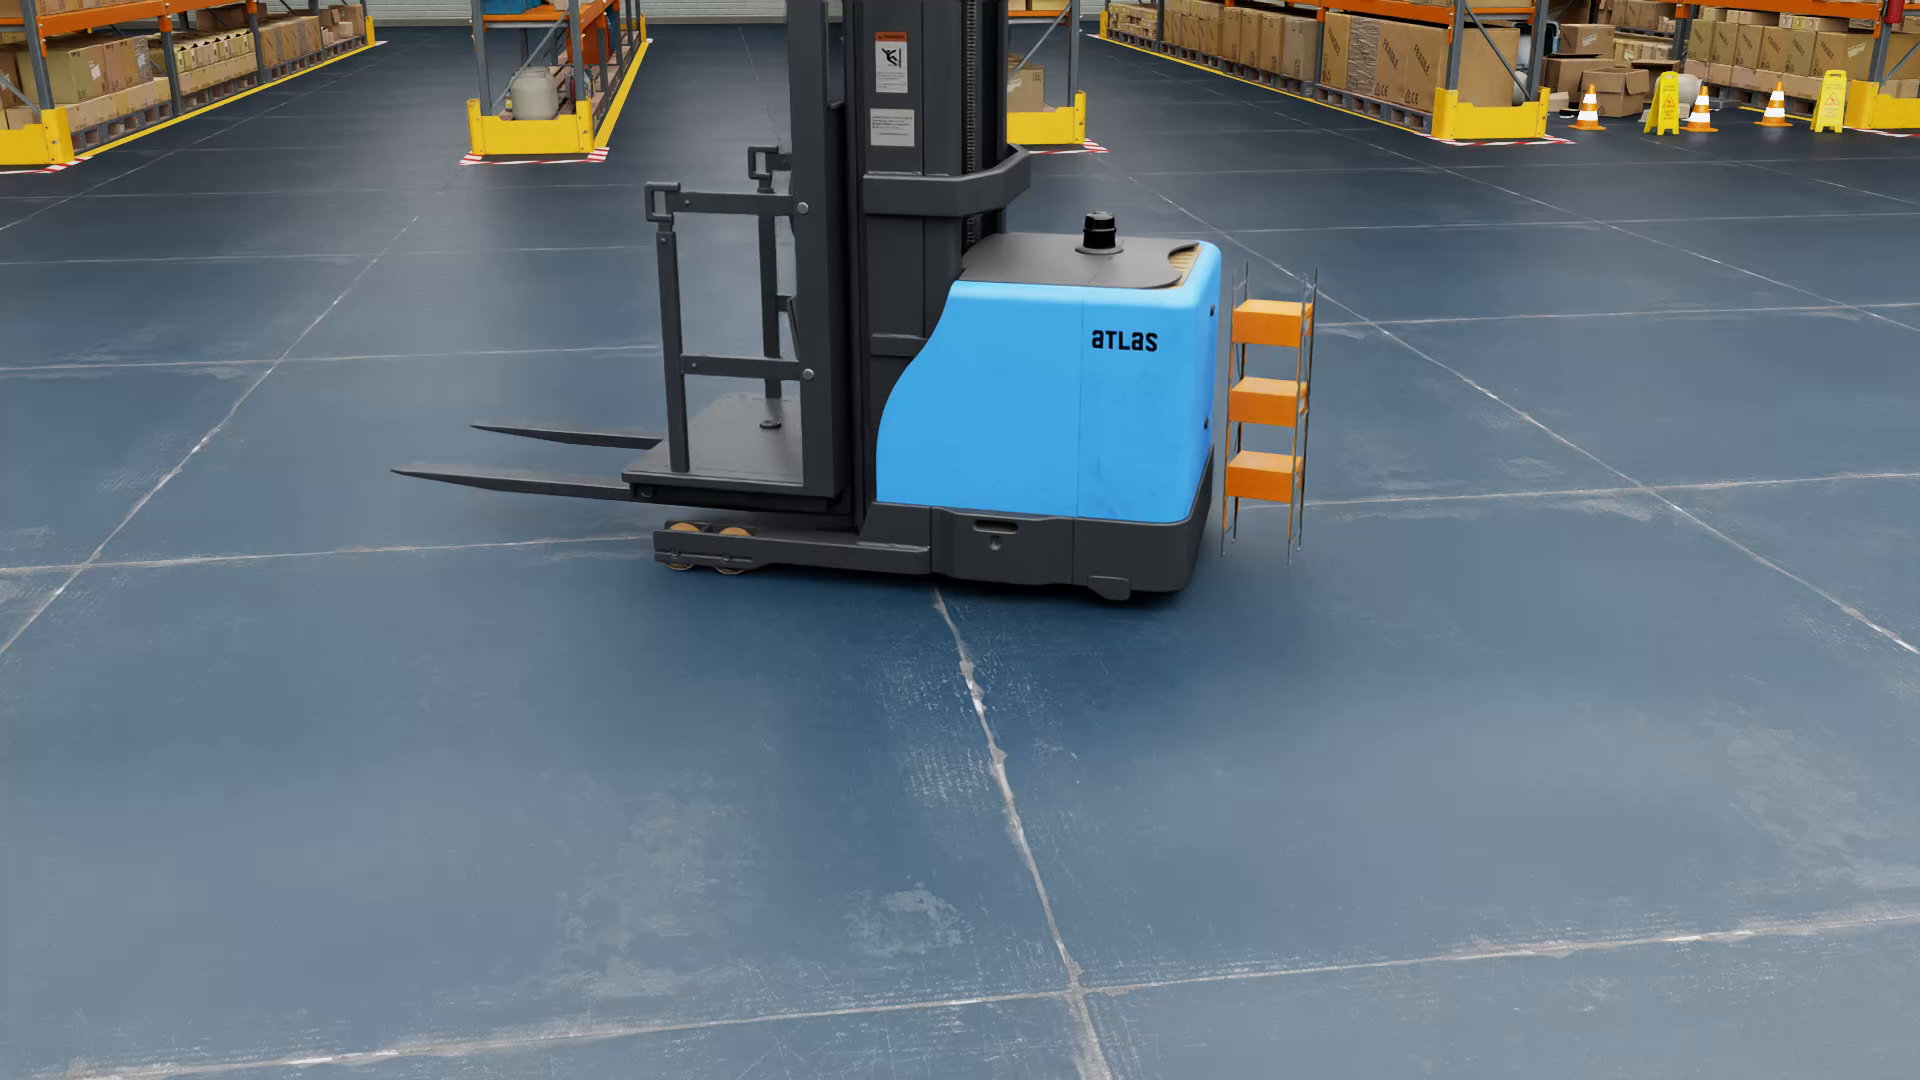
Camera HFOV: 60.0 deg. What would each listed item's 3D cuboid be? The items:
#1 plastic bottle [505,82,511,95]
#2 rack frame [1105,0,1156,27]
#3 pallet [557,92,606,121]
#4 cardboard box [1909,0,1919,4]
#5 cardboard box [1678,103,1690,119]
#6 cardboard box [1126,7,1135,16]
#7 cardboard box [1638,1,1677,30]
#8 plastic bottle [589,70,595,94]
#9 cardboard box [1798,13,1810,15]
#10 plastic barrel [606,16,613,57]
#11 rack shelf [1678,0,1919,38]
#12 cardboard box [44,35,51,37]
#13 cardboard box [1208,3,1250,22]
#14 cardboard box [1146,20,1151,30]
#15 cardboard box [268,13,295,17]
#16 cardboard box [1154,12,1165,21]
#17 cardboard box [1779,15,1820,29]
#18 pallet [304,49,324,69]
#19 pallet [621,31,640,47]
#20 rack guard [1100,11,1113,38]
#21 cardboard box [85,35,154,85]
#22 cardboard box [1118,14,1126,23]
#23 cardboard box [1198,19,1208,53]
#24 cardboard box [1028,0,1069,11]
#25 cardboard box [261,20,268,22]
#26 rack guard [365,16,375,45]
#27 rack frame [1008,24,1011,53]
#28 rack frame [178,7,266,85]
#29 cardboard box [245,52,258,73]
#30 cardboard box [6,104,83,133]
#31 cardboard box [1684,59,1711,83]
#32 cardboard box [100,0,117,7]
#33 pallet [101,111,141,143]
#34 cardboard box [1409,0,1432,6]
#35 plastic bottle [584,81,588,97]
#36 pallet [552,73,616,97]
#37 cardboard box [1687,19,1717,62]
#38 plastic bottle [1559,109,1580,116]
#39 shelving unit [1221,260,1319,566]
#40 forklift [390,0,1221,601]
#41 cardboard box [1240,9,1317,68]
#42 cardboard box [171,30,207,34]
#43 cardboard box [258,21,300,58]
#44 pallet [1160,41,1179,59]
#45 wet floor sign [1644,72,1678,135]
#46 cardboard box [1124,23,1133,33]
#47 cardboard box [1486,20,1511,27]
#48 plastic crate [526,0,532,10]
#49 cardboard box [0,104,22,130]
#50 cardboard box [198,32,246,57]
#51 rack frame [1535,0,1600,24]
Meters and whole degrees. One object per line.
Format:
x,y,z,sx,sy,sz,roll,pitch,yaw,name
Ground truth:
-4.928,-4.844,18.153,0.061,0.283,0.133,-2,21,-6,plastic bottle
3.323,-11.262,32.083,1.000,3.000,0.127,-3,21,-8,rack frame
-4.715,-5.101,19.573,1.003,0.211,1.213,-3,21,-8,pallet
10.669,-6.017,18.399,0.380,0.149,0.250,-3,21,-8,cardboard box
8.326,-5.023,19.453,0.380,0.149,0.250,8,22,20,cardboard box
3.272,-9.749,30.655,0.380,0.149,0.250,-3,21,-7,cardboard box
13.347,-9.950,31.543,0.700,0.500,0.500,-4,21,-10,cardboard box
-4.375,-5.426,19.710,0.061,0.283,0.133,-2,21,-5,plastic bottle
13.880,-8.609,27.025,0.380,0.149,0.250,-4,21,-11,cardboard box
-5.598,-7.654,25.268,0.600,0.588,0.708,-3,21,-8,plastic barrel
10.225,-6.363,19.993,1.077,0.370,4.000,-3,21,-8,rack shelf
-15.959,-8.739,28.298,0.700,0.500,0.500,-4,21,-10,cardboard box
4.119,-8.093,25.498,0.500,0.250,0.500,-3,21,-9,cardboard box
3.489,-9.064,29.246,0.380,0.149,0.250,-4,21,-10,cardboard box
-11.189,-8.382,27.314,0.500,0.500,0.500,-3,21,-8,cardboard box
3.591,-9.127,28.991,0.380,0.149,0.250,-2,21,-6,cardboard box
9.951,-6.137,19.692,0.380,0.149,0.250,-2,21,-5,cardboard box
-10.672,-7.578,26.203,1.003,0.211,1.213,-3,21,-8,pallet
-6.420,-9.203,30.556,1.003,0.211,1.213,-3,21,-8,pallet
3.334,-10.065,32.450,1.175,0.500,0.348,-3,21,-8,rack guard
-9.329,-5.331,18.459,0.500,0.500,0.500,-3,21,-8,cardboard box
3.181,-9.796,31.207,0.380,0.149,0.250,-2,21,-6,cardboard box
4.052,-7.913,26.087,0.500,0.500,0.500,-2,21,-6,cardboard box
0.902,-5.500,17.015,0.380,0.149,0.250,-3,21,-8,cardboard box
-10.845,-7.662,25.386,0.500,0.500,0.500,-3,21,-7,cardboard box
-11.392,-9.351,30.539,1.175,0.500,0.348,-3,21,-8,rack guard
0.130,-6.892,20.382,1.000,3.000,0.127,-3,21,-8,rack frame
-10.250,-7.779,22.756,1.000,3.000,0.127,-3,21,-8,rack frame
-9.932,-6.518,22.709,0.500,0.250,0.500,-2,21,-6,cardboard box
-8.954,-4.114,16.275,0.500,0.250,0.500,-3,21,-8,cardboard box
9.755,-6.083,21.545,0.500,0.250,0.500,-4,21,-10,cardboard box
-9.452,-5.931,17.667,0.700,0.500,0.500,-3,21,-7,cardboard box
-9.421,-4.387,17.660,1.003,0.211,1.213,-3,21,-8,pallet
5.431,-6.108,18.069,0.875,0.550,0.550,-3,21,-8,cardboard box
-4.240,-5.052,18.727,0.097,0.271,0.097,0,20,0,plastic bottle
-5.102,-6.029,22.058,1.003,0.211,1.213,-3,21,-8,pallet
9.755,-6.434,21.414,0.500,0.500,0.500,-2,21,-5,cardboard box
7.207,-5.075,19.716,0.133,0.061,0.283,-11,23,-26,plastic bottle
1.096,-0.448,5.909,0.252,1.050,0.215,8,22,22,shelving unit
-0.609,-1.423,5.836,3.031,2.935,1.130,5,21,12,forklift
4.605,-7.117,23.600,1.050,0.750,0.750,-3,21,-7,cardboard box
-10.465,-6.754,22.541,0.500,0.311,0.500,-2,21,-6,cardboard box
-10.261,-7.521,25.010,0.500,0.500,0.500,-4,21,-10,cardboard box
4.014,-8.301,28.141,1.003,0.211,1.213,-3,21,-8,pallet
7.593,-4.709,17.903,0.267,0.644,0.232,-7,21,-17,wet floor sign
3.253,-9.486,30.800,0.380,0.149,0.250,-4,21,-10,cardboard box
9.219,-8.531,27.206,0.875,0.875,0.875,-3,21,-7,cardboard box
-4.650,-5.571,17.058,0.499,0.251,0.408,-3,21,-8,plastic crate
-9.466,-4.088,16.205,0.500,0.250,0.500,-3,21,-8,cardboard box
-9.849,-6.602,22.132,0.500,0.311,0.500,-3,21,-9,cardboard box
9.360,-8.777,25.429,1.000,3.000,0.127,-3,21,-8,rack frame
